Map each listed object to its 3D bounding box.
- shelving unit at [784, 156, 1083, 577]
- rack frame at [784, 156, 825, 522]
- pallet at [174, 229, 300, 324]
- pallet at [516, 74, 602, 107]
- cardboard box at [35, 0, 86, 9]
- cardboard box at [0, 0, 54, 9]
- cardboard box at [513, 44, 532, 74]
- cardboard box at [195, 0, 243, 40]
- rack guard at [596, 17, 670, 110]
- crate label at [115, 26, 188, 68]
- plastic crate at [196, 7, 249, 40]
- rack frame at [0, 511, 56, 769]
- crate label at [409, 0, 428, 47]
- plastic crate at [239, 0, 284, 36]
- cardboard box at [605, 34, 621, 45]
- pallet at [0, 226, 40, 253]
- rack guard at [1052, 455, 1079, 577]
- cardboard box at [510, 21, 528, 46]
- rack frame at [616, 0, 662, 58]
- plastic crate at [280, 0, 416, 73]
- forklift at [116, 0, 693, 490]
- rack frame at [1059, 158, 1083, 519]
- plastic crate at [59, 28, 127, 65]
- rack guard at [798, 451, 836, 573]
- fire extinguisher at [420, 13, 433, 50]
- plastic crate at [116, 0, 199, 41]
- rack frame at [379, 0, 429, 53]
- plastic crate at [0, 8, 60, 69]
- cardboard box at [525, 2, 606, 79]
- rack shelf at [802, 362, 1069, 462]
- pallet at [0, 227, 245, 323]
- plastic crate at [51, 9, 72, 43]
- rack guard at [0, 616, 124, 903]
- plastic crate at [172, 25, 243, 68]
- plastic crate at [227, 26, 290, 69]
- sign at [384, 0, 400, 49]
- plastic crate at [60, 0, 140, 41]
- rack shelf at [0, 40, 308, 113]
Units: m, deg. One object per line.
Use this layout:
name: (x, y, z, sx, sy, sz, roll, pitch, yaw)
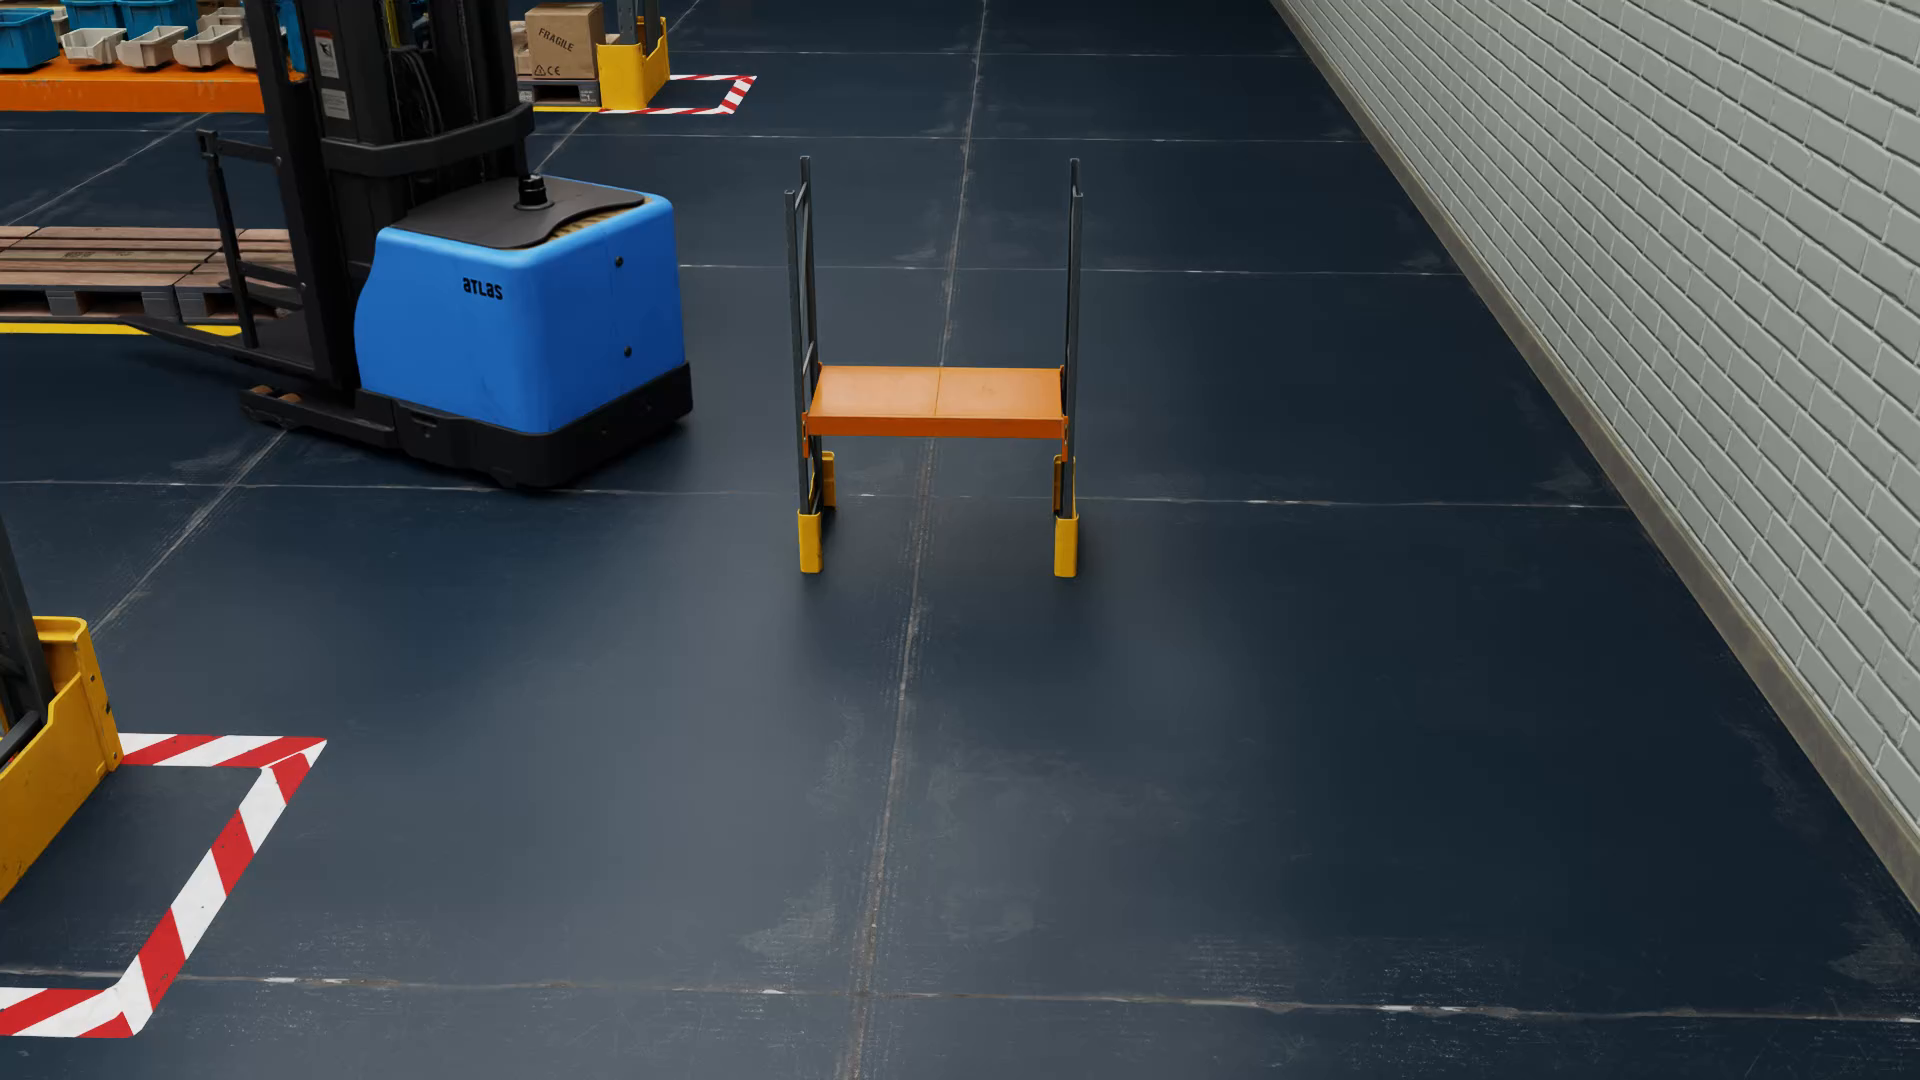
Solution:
shelving unit: (-0.076, -0.664, 6.401, 1.083, 1.500, 0.587, 1, 28, 2)
rack frame: (-0.593, -0.672, 6.417, 0.032, 1.500, 0.500, 1, 28, 2)
pallet: (-3.582, -1.487, 9.329, 1.213, 0.211, 1.003, 1, 28, 2)
pallet: (-3.454, -3.787, 13.669, 1.213, 0.211, 1.003, 1, 28, 2)
cardboard box: (-7.082, -4.036, 13.359, 0.500, 0.500, 0.500, 1, 28, 2)
cardboard box: (-7.575, -4.048, 13.382, 0.500, 0.500, 0.500, 1, 28, 2)
cardboard box: (-3.534, -3.891, 13.442, 0.250, 0.166, 0.380, 1, 28, 2)
cardboard box: (-5.999, -4.285, 13.830, 0.500, 0.500, 0.500, 1, 28, 2)
rack guard: (-2.657, -3.902, 13.578, 0.348, 0.500, 1.175, 1, 28, 2)
crate label: (-4.149, -2.530, 8.538, 0.243, 0.136, 0.396, 1, 28, 2)
plastic crate: (-3.990, -2.810, 9.067, 0.298, 0.136, 0.250, 1, 28, 2)
rack frame: (-2.934, -0.369, 4.243, 0.127, 3.000, 1.000, 1, 28, 2)
crate label: (-2.994, -2.798, 8.940, 0.303, 0.233, 0.416, 1, 28, 2)
plastic crate: (-3.652, -2.809, 8.960, 0.300, 0.233, 0.416, 1, 28, 2)
cardboard box: (-2.987, -4.108, 13.871, 0.250, 0.149, 0.380, 1, 28, 2)
pallet: (-6.021, -1.527, 9.405, 1.213, 0.211, 1.003, 1, 28, 2)
rack guard: (0.421, -0.103, 6.678, 0.087, 0.250, 0.587, 1, 28, 2)
cardboard box: (-3.614, -4.135, 13.814, 0.500, 0.250, 0.500, 1, 28, 2)
rack frame: (-2.581, -5.006, 12.990, 0.127, 3.000, 1.000, 1, 28, 2)
plastic crate: (-3.101, -2.647, 8.439, 0.499, 0.435, 0.616, 1, 28, 2)
forklift: (-2.780, -2.002, 7.397, 3.031, 2.935, 1.130, 15, 31, 26)
rack frame: (0.423, -0.656, 6.386, 0.032, 1.500, 0.500, 1, 28, 2)
plastic crate: (-4.446, -2.527, 8.531, 0.250, 0.136, 0.298, 1, 28, 2)
rack guard: (-0.574, -0.120, 6.709, 0.087, 0.250, 0.587, 1, 28, 2)
fire extinguisher: (-2.625, -2.273, 8.316, 0.183, 0.674, 0.296, 1, 28, 2)
plastic crate: (-4.310, -2.820, 8.981, 0.300, 0.233, 0.416, 1, 28, 2)
rack frame: (-2.759, -2.687, 8.616, 0.127, 3.000, 1.000, 1, 28, 2)
plastic crate: (-4.821, -2.553, 8.479, 0.300, 0.233, 0.416, 1, 28, 2)
cardboard box: (-3.133, -3.989, 13.272, 0.500, 0.500, 0.500, 1, 28, 2)
rack shelf: (-0.085, -0.505, 6.486, 1.000, 0.185, 0.538, 1, 28, 2)
pallet: (-4.798, -1.508, 9.370, 1.213, 0.211, 1.003, 1, 28, 2)
plastic crate: (-5.006, -2.775, 9.000, 0.466, 0.136, 0.293, 1, 28, 2)
rack guard: (-2.910, 0.736, 4.828, 0.348, 0.500, 1.175, 1, 28, 2)
plastic crate: (-3.870, -2.537, 8.551, 0.243, 0.136, 0.396, 1, 28, 2)
plastic crate: (-3.581, -2.526, 8.529, 0.243, 0.136, 0.396, 1, 28, 2)
sign: (-2.763, -2.501, 8.092, 0.005, 0.325, 0.100, 1, 28, 2)
plastic crate: (-4.610, -2.824, 8.990, 0.300, 0.233, 0.416, 1, 28, 2)
rack shelf: (-4.758, -2.402, 8.847, 4.000, 0.370, 1.077, 1, 28, 2)
